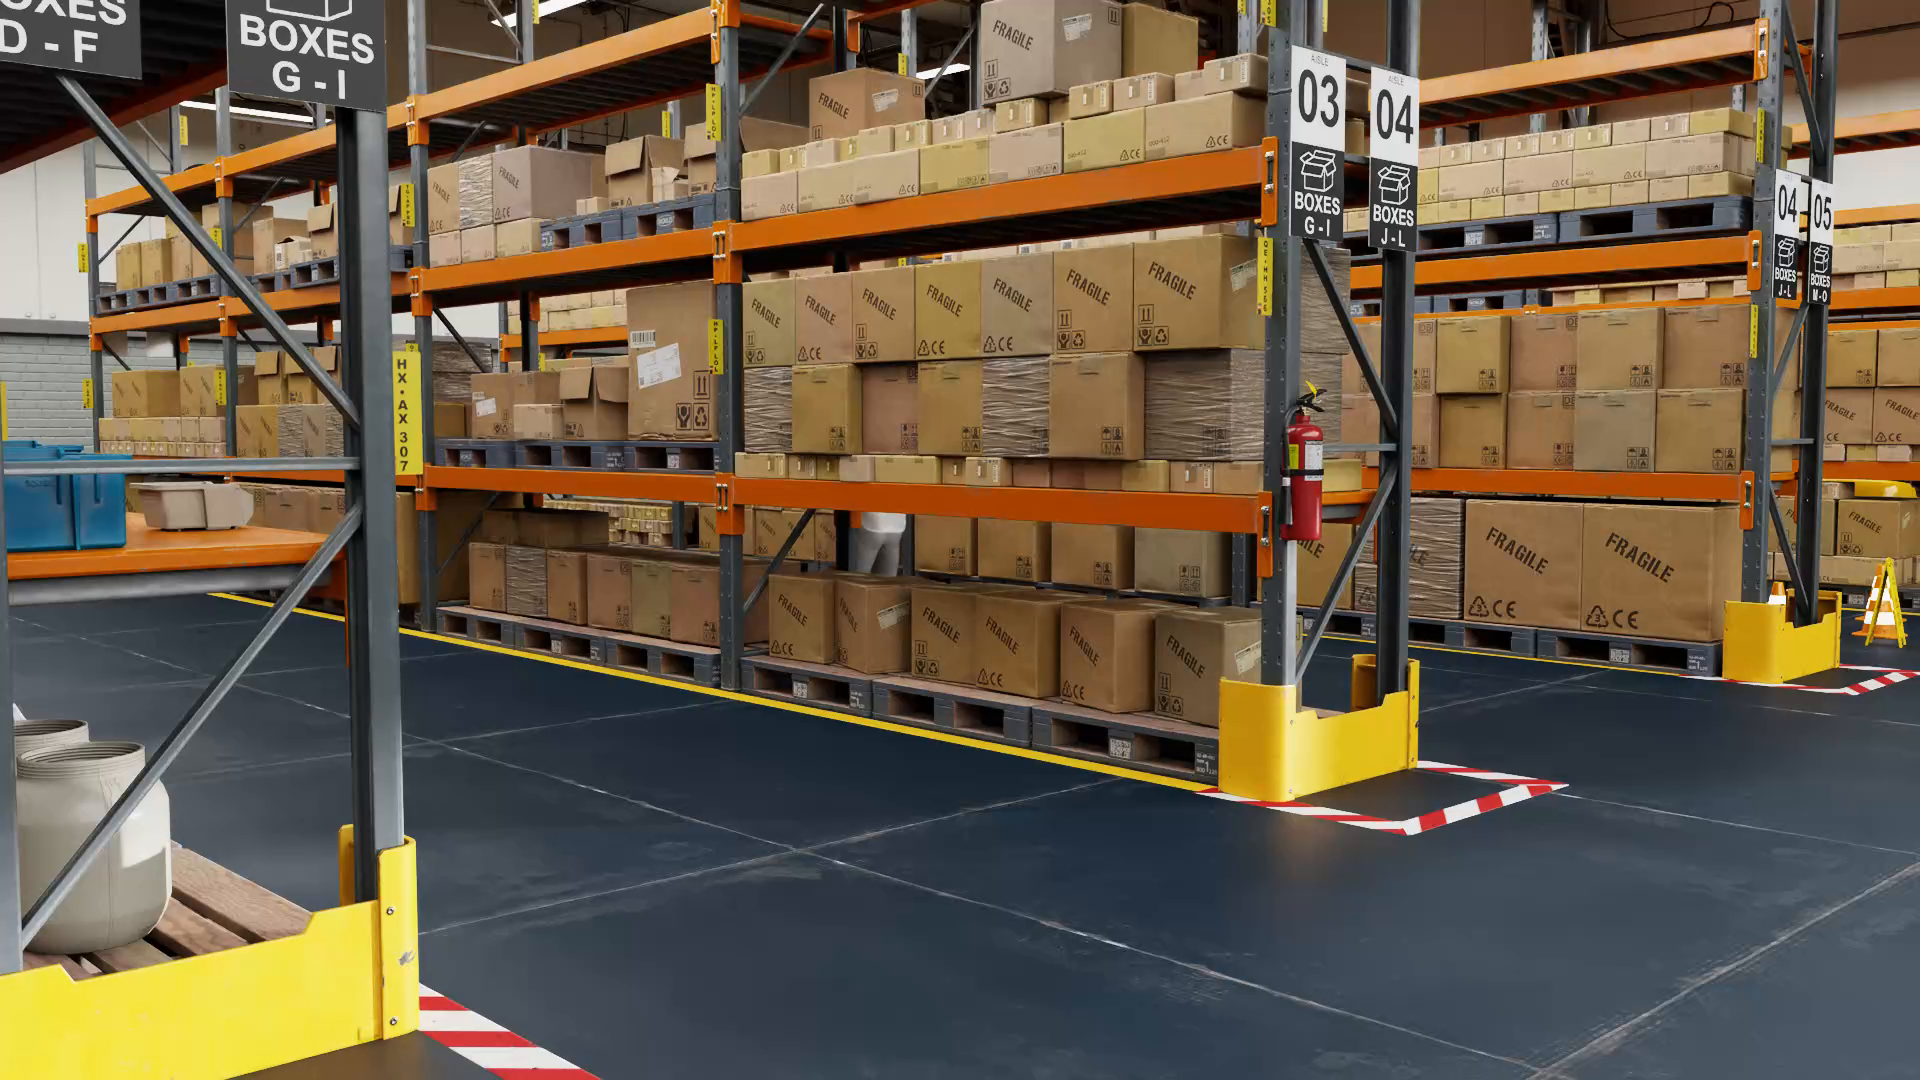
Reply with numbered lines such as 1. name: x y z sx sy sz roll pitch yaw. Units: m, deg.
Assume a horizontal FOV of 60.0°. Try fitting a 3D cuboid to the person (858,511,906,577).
1. person: -0.628 -0.083 11.947 0.437 1.747 0.598 4 5 43
